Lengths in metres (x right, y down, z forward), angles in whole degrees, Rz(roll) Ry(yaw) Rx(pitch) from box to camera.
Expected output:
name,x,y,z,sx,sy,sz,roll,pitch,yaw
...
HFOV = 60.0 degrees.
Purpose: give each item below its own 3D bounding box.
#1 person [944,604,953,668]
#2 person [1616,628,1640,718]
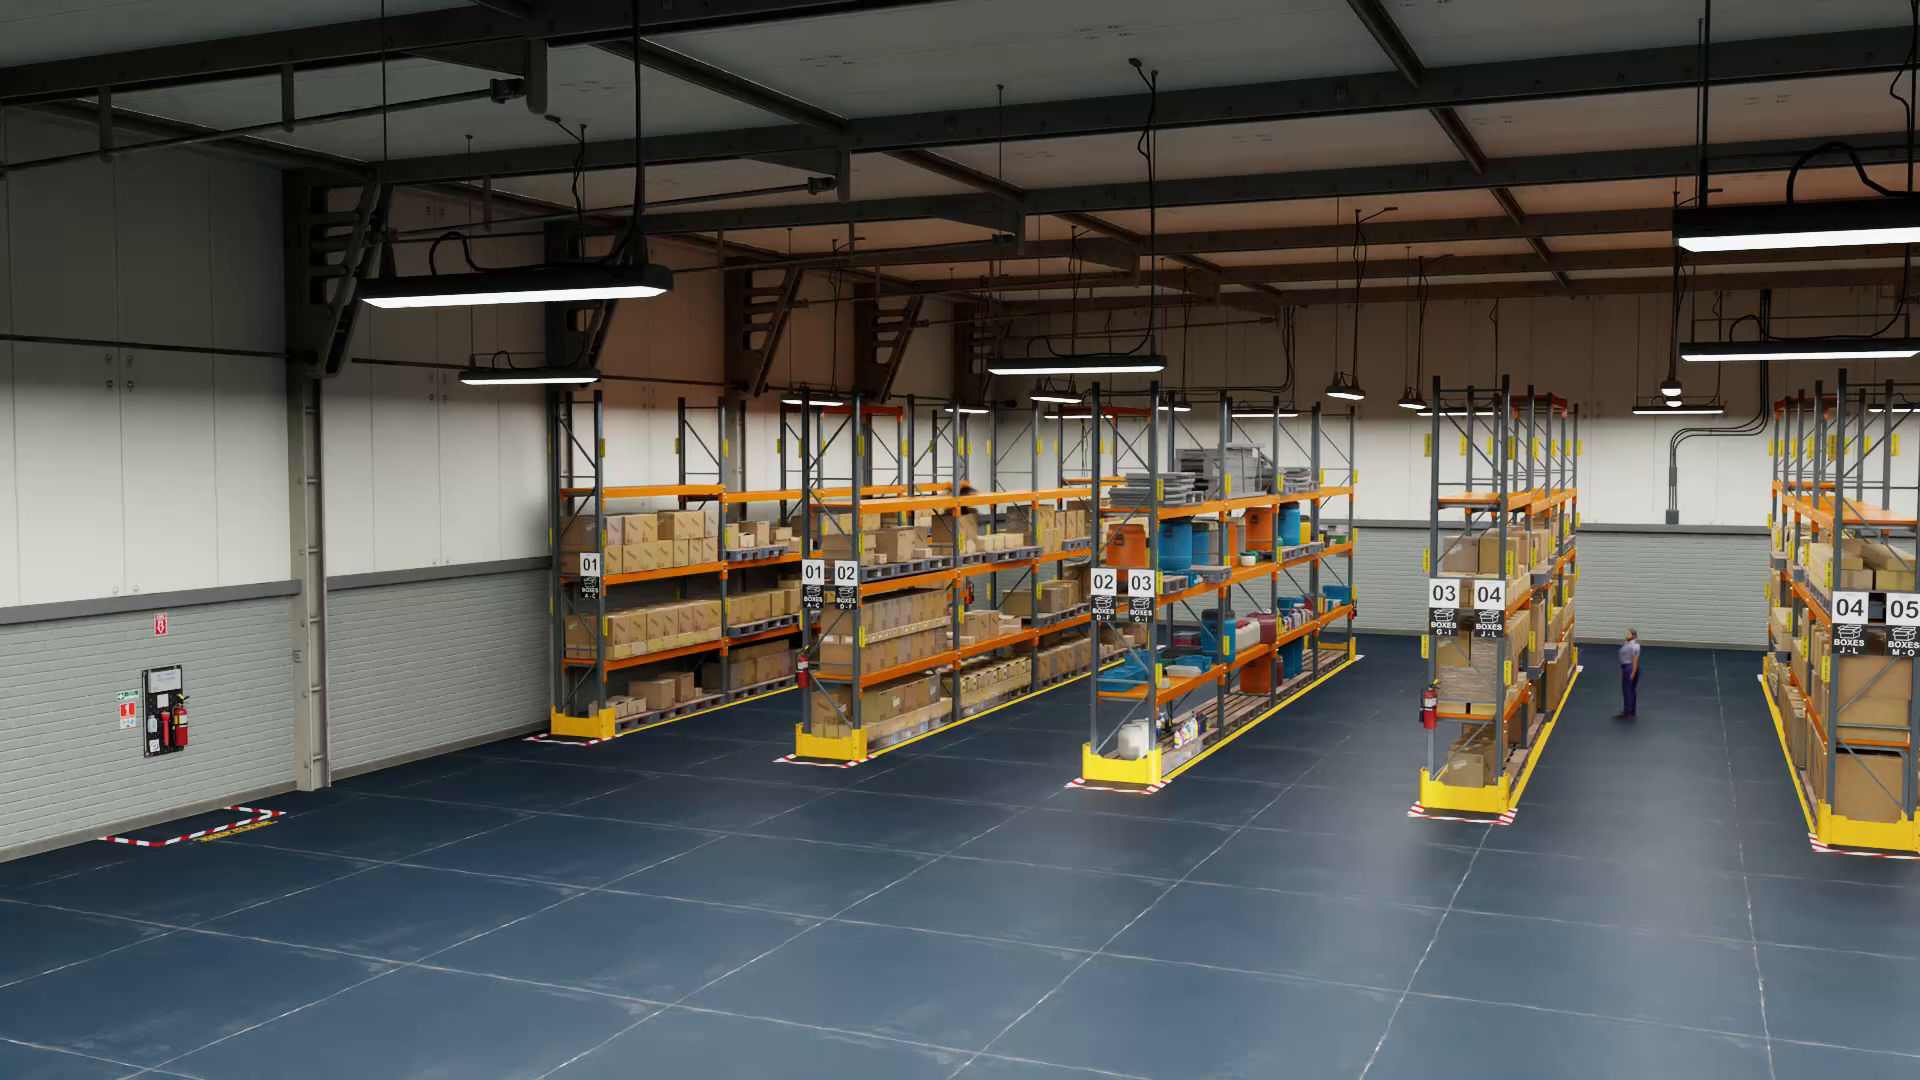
name,x,y,z,sx,sy,sz,roll,pitch,yaw
person,-0.168,2.212,35.393,0.511,1.687,0.464,2,4,35
person,12.459,2.475,31.012,0.389,1.660,0.536,1,3,20
